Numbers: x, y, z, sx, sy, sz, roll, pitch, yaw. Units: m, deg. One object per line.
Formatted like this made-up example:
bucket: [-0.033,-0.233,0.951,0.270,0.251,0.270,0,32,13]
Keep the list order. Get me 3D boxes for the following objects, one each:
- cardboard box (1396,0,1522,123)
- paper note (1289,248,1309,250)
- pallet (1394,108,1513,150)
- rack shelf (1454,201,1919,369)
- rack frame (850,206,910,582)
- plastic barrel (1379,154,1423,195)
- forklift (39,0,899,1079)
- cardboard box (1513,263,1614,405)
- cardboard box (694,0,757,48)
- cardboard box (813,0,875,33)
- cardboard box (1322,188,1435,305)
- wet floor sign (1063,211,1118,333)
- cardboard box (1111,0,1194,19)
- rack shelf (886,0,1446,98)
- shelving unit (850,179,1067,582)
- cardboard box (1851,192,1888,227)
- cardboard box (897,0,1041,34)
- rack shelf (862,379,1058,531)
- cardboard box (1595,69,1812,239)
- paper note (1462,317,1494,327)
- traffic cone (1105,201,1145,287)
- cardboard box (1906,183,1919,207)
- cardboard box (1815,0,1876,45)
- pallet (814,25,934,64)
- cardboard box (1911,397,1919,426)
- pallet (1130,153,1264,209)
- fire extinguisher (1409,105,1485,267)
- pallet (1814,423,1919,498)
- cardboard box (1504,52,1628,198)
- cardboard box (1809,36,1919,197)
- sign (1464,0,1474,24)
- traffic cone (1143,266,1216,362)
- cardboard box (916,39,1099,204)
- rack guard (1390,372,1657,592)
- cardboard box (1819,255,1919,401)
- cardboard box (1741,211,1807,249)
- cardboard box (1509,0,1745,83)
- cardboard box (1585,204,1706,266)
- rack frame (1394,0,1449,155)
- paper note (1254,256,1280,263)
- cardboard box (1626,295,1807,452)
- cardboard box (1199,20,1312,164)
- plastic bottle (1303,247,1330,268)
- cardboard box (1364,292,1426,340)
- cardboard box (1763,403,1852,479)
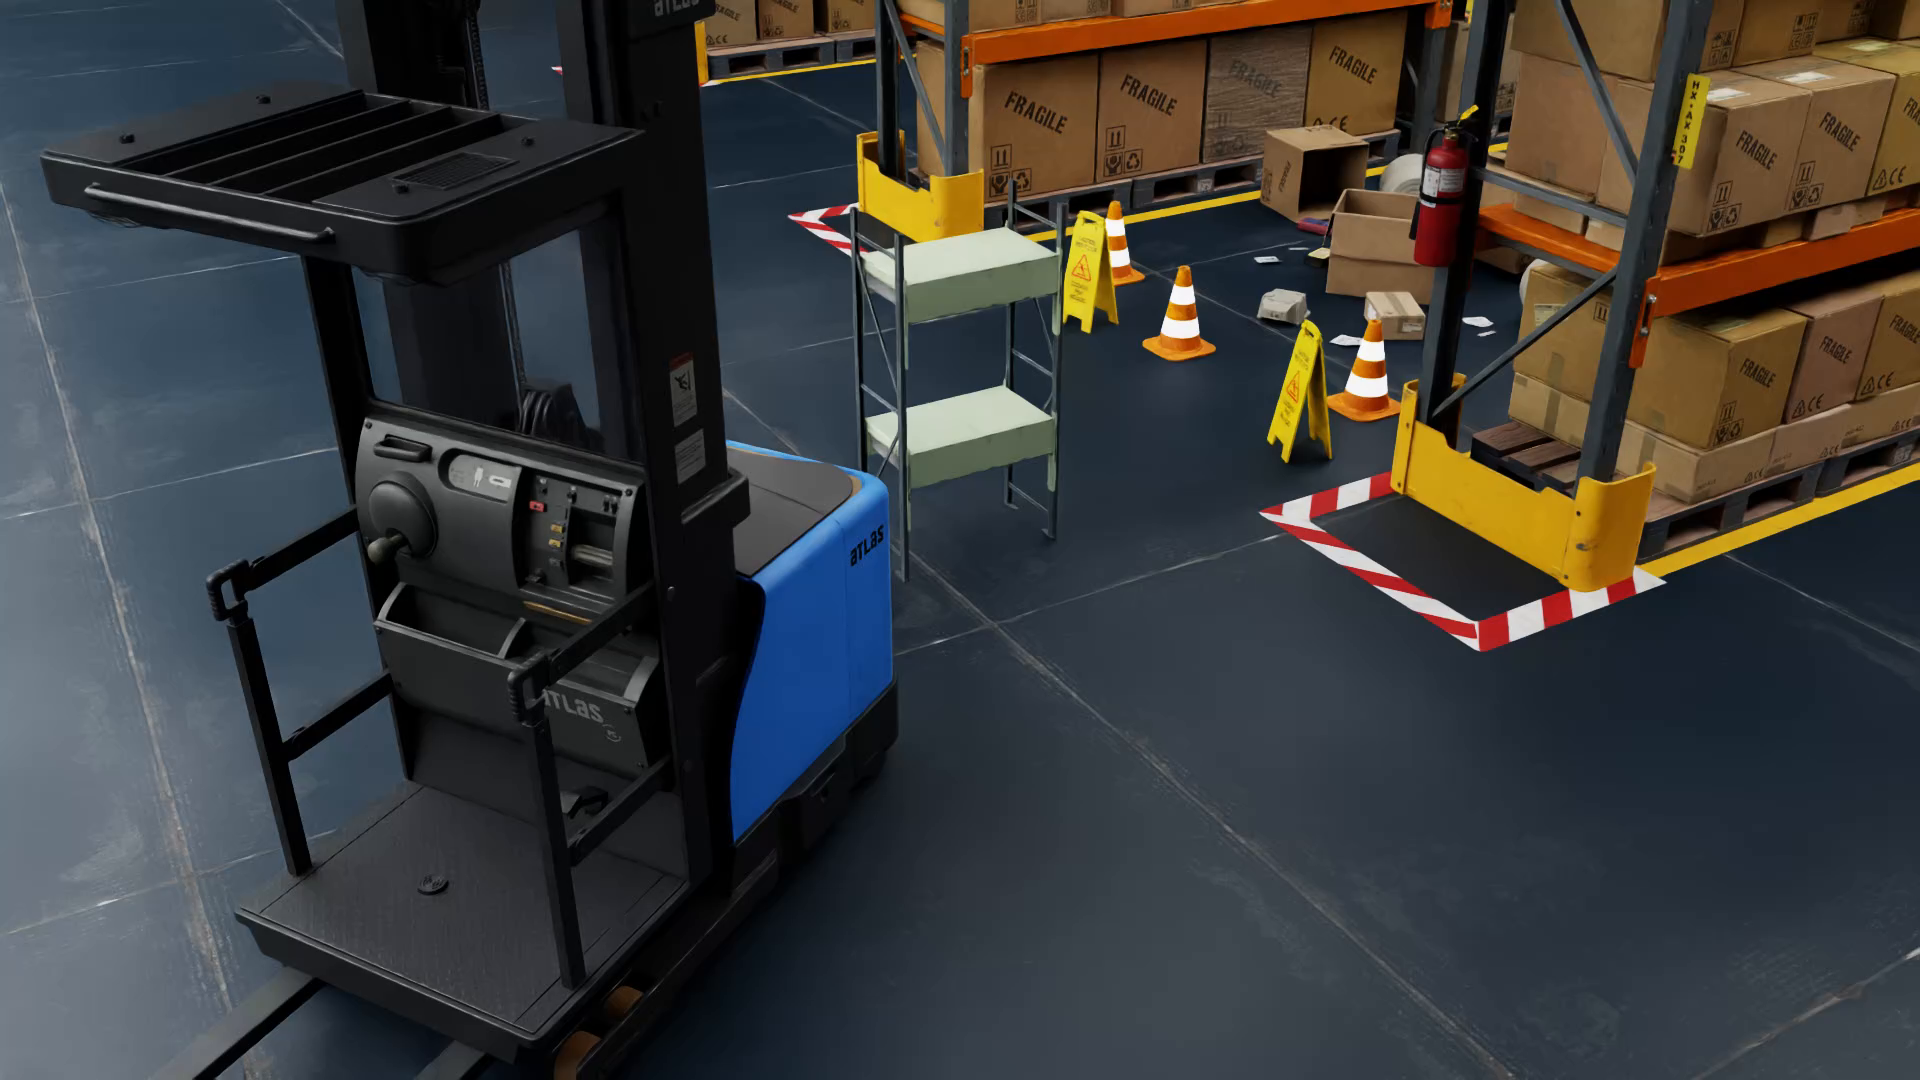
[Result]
cardboard box: [3.690,-3.757,12.847,0.750,0.750,1.050,-16,33,-27]
paper note: [2.160,-1.857,10.604,0.123,0.001,0.032,0,29,0]
pallet: [3.827,-3.368,13.135,1.213,0.211,1.003,-16,33,-26]
rack shelf: [4.071,-1.527,7.657,4.000,0.370,1.077,-16,33,-26]
rack frame: [-0.321,-0.565,6.722,0.023,1.500,0.400,-16,33,-26]
plastic barrel: [2.999,-2.324,11.023,0.421,0.421,0.512,5,29,8]
forklift: [-1.337,-0.023,4.259,1.130,2.935,3.031,14,32,24]
cardboard box: [2.905,-0.965,7.530,0.500,0.500,0.500,-16,33,-26]
cardboard box: [-2.127,-4.716,14.843,0.500,0.500,0.500,-10,30,-17]
cardboard box: [-1.080,-5.022,15.398,0.500,0.500,0.500,-13,31,-22]
cardboard box: [2.578,-1.744,9.889,0.797,0.503,0.637,10,30,17]
wet floor sign: [0.730,-1.527,9.349,0.232,0.644,0.267,-22,36,-35]
cardboard box: [1.058,-3.793,10.864,0.550,0.550,0.875,-16,33,-26]
rack shelf: [1.476,-3.564,11.349,4.000,0.370,1.077,-16,33,-26]
shelving unit: [-0.006,-0.655,6.885,0.755,1.500,0.431,-16,33,-26]
cardboard box: [3.673,-1.458,7.048,0.250,0.149,0.380,-15,32,-25]
cardboard box: [0.048,-3.565,10.450,0.550,0.550,0.875,-16,33,-26]
rack shelf: [-0.006,-0.370,7.042,0.720,0.370,0.431,-16,33,-26]
cardboard box: [2.895,-1.527,6.501,0.500,0.500,0.500,-16,33,-27]
paper note: [2.961,-1.253,9.501,0.142,0.019,0.148,-5,29,-9]
traffic cone: [0.929,-1.817,10.064,0.334,0.463,0.336,-16,33,-26]
cardboard box: [4.112,-1.600,7.305,0.250,0.149,0.380,-17,33,-28]
cardboard box: [3.504,-2.469,7.172,0.500,0.500,0.700,-16,33,-27]
pallet: [-0.840,-4.759,15.655,1.213,0.211,1.003,-16,33,-26]
cardboard box: [4.527,-0.798,8.002,0.500,0.250,0.500,-15,32,-26]
pallet: [1.452,-2.694,11.913,1.213,0.211,1.003,-16,33,-26]
fire extinguisher: [2.014,-1.482,6.912,0.183,0.674,0.296,-16,33,-26]
pallet: [4.181,-0.631,8.175,1.213,0.211,1.003,-16,33,-26]
cardboard box: [2.675,-1.774,6.949,0.500,0.500,0.500,-16,33,-27]
cardboard box: [3.779,-1.780,6.960,0.500,0.500,0.500,-17,33,-27]
sign: [2.082,-2.234,6.668,0.005,0.325,0.100,-16,33,-26]
traffic cone: [1.208,-1.263,9.060,0.334,0.463,0.336,-16,33,-26]
cardboard box: [0.303,-2.837,11.050,0.875,0.875,0.875,-16,33,-26]
rack guard: [2.412,-0.276,7.234,0.348,0.500,1.175,-16,33,-26]
cardboard box: [4.087,-0.998,7.589,0.500,0.500,0.500,-15,32,-25]
cardboard box: [3.224,-1.338,6.830,0.250,0.149,0.380,-17,33,-28]
cardboard box: [2.676,-2.180,6.650,0.500,0.500,0.700,-17,33,-28]
cardboard box: [2.744,-1.239,6.651,0.250,0.149,0.380,-16,33,-26]
rack frame: [3.200,-4.369,12.062,0.127,3.000,1.000,-16,33,-26]
paper note: [1.928,-1.755,10.401,0.142,0.017,0.144,-5,29,-9]
cardboard box: [3.202,-0.749,7.138,0.500,0.500,0.500,-17,33,-28]
cardboard box: [1.847,-3.275,11.845,0.875,0.875,0.875,-16,33,-26]
plastic bottle: [2.276,-1.777,10.406,0.133,0.061,0.283,22,36,34]
cardboard box: [2.452,-1.266,9.391,0.250,0.149,0.380,0,29,0]
cardboard box: [3.626,-0.536,7.529,0.500,0.250,0.500,-15,32,-25]
